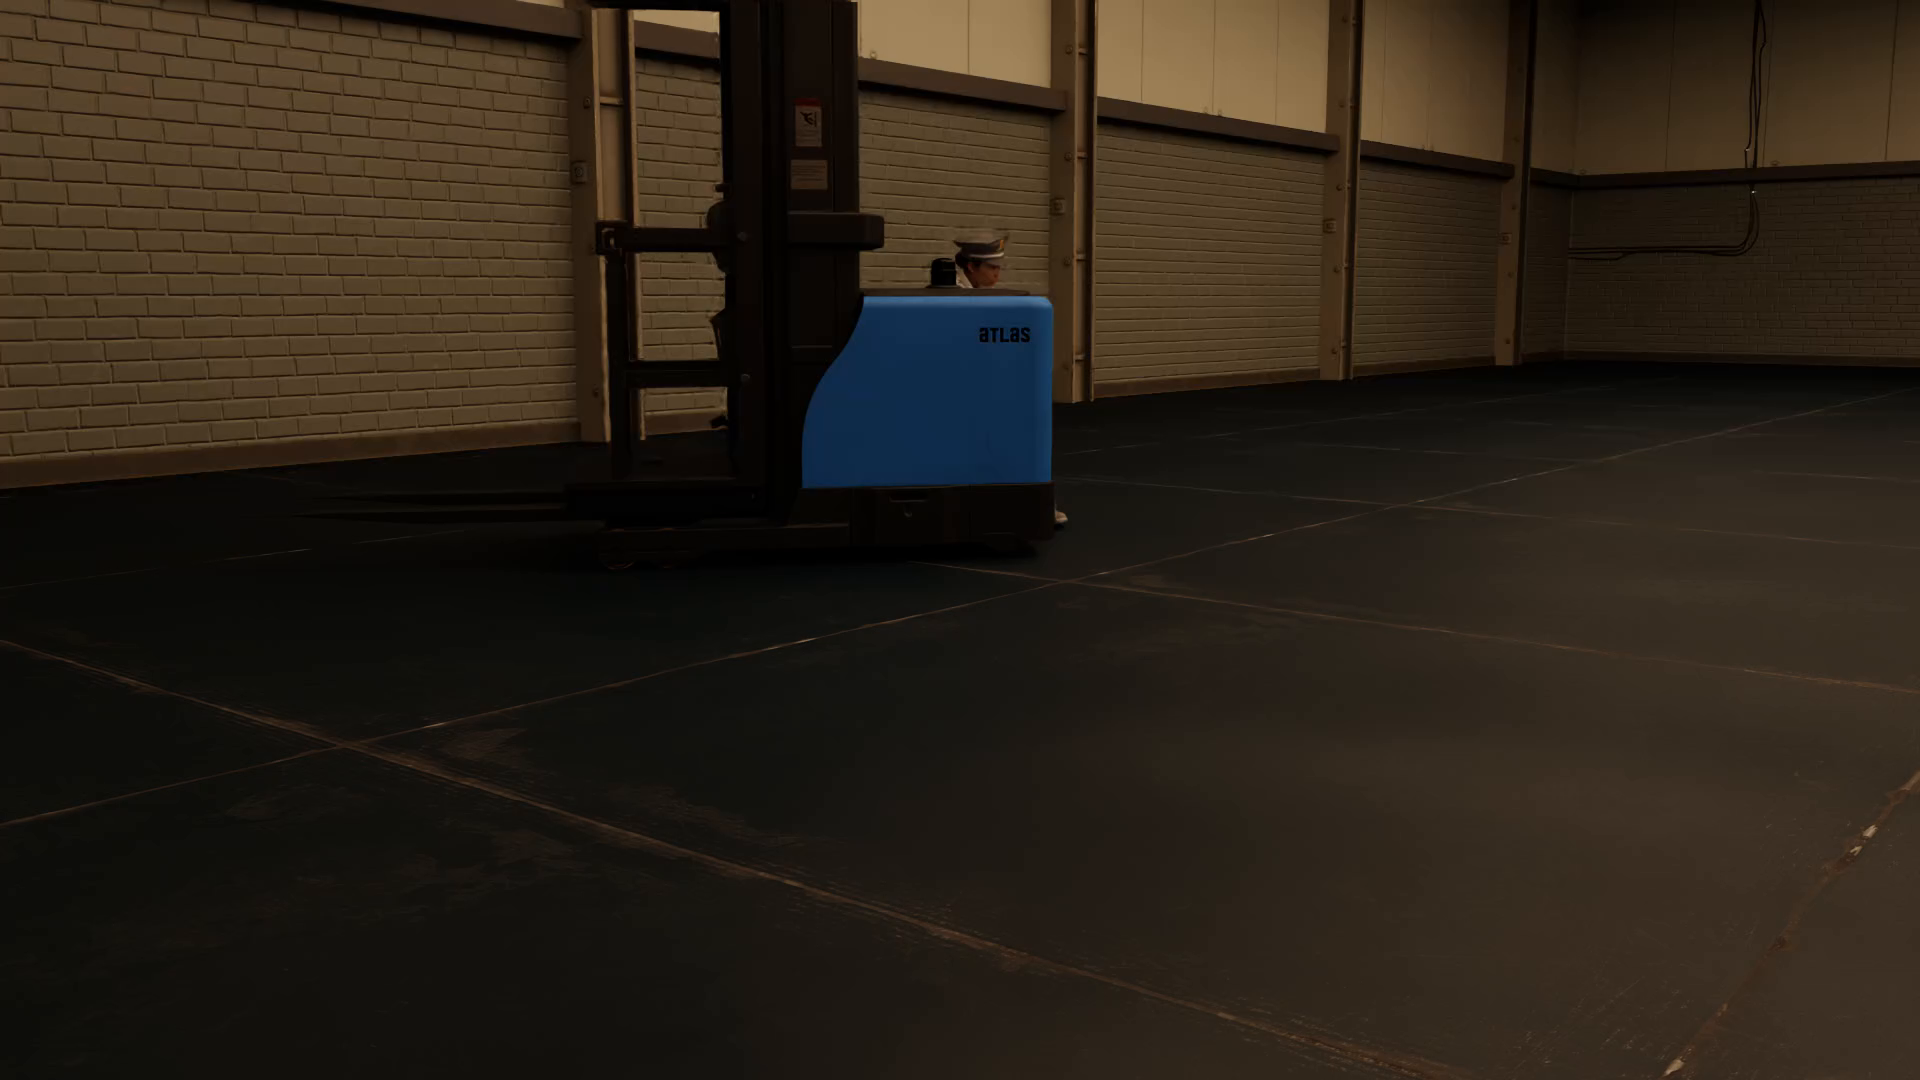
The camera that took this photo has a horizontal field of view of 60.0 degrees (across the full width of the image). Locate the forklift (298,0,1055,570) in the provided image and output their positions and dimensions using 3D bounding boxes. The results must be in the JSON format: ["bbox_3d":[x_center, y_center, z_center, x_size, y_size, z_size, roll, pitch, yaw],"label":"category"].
[{"bbox_3d":[-1.170,-1.413,6.941,3.031,2.935,1.130,-1,8,-10],"label":"forklift"}]

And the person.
[{"bbox_3d":[0.228,-0.759,8.040,0.879,1.442,0.846,6,10,34],"label":"person"}]
